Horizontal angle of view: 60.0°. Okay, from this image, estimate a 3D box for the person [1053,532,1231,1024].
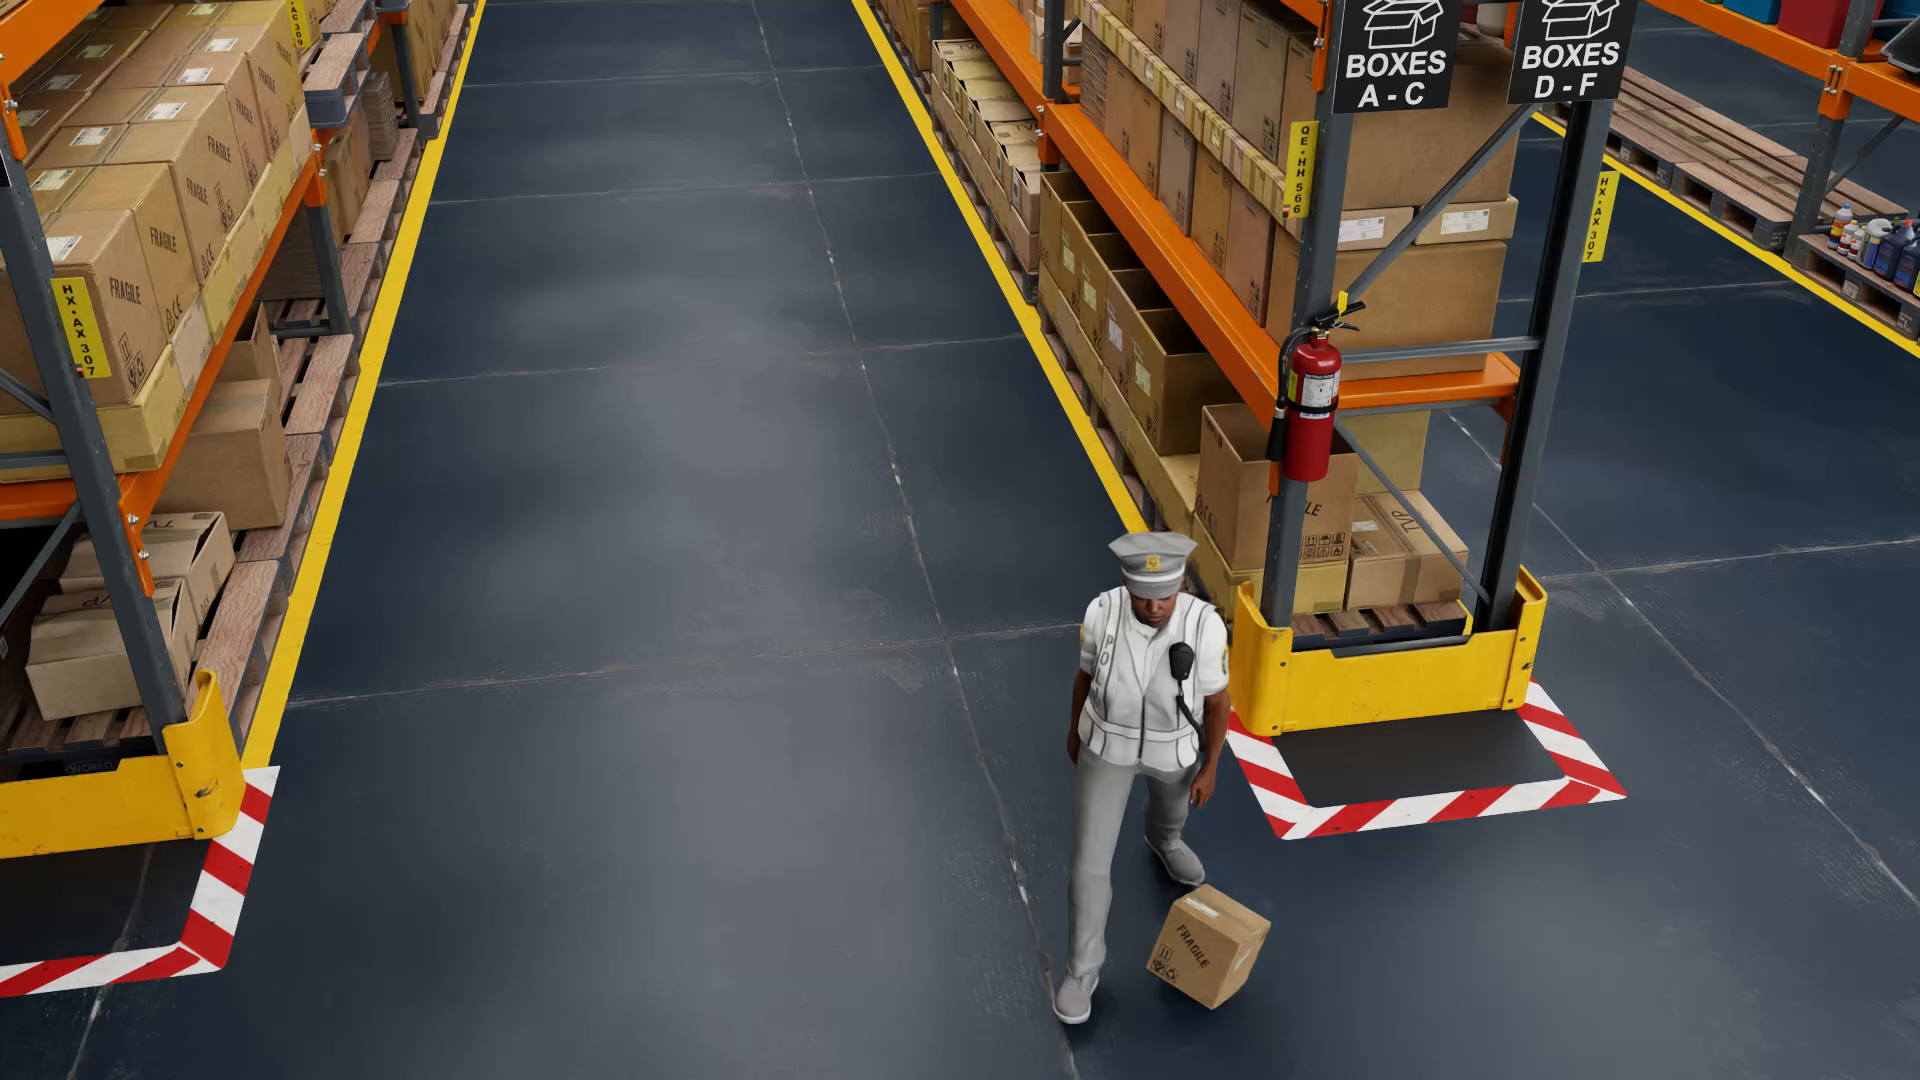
[{"bbox_3d":[0.569,0.622,5.115,0.488,1.616,0.946,4,31,7],"label":"person"}]
